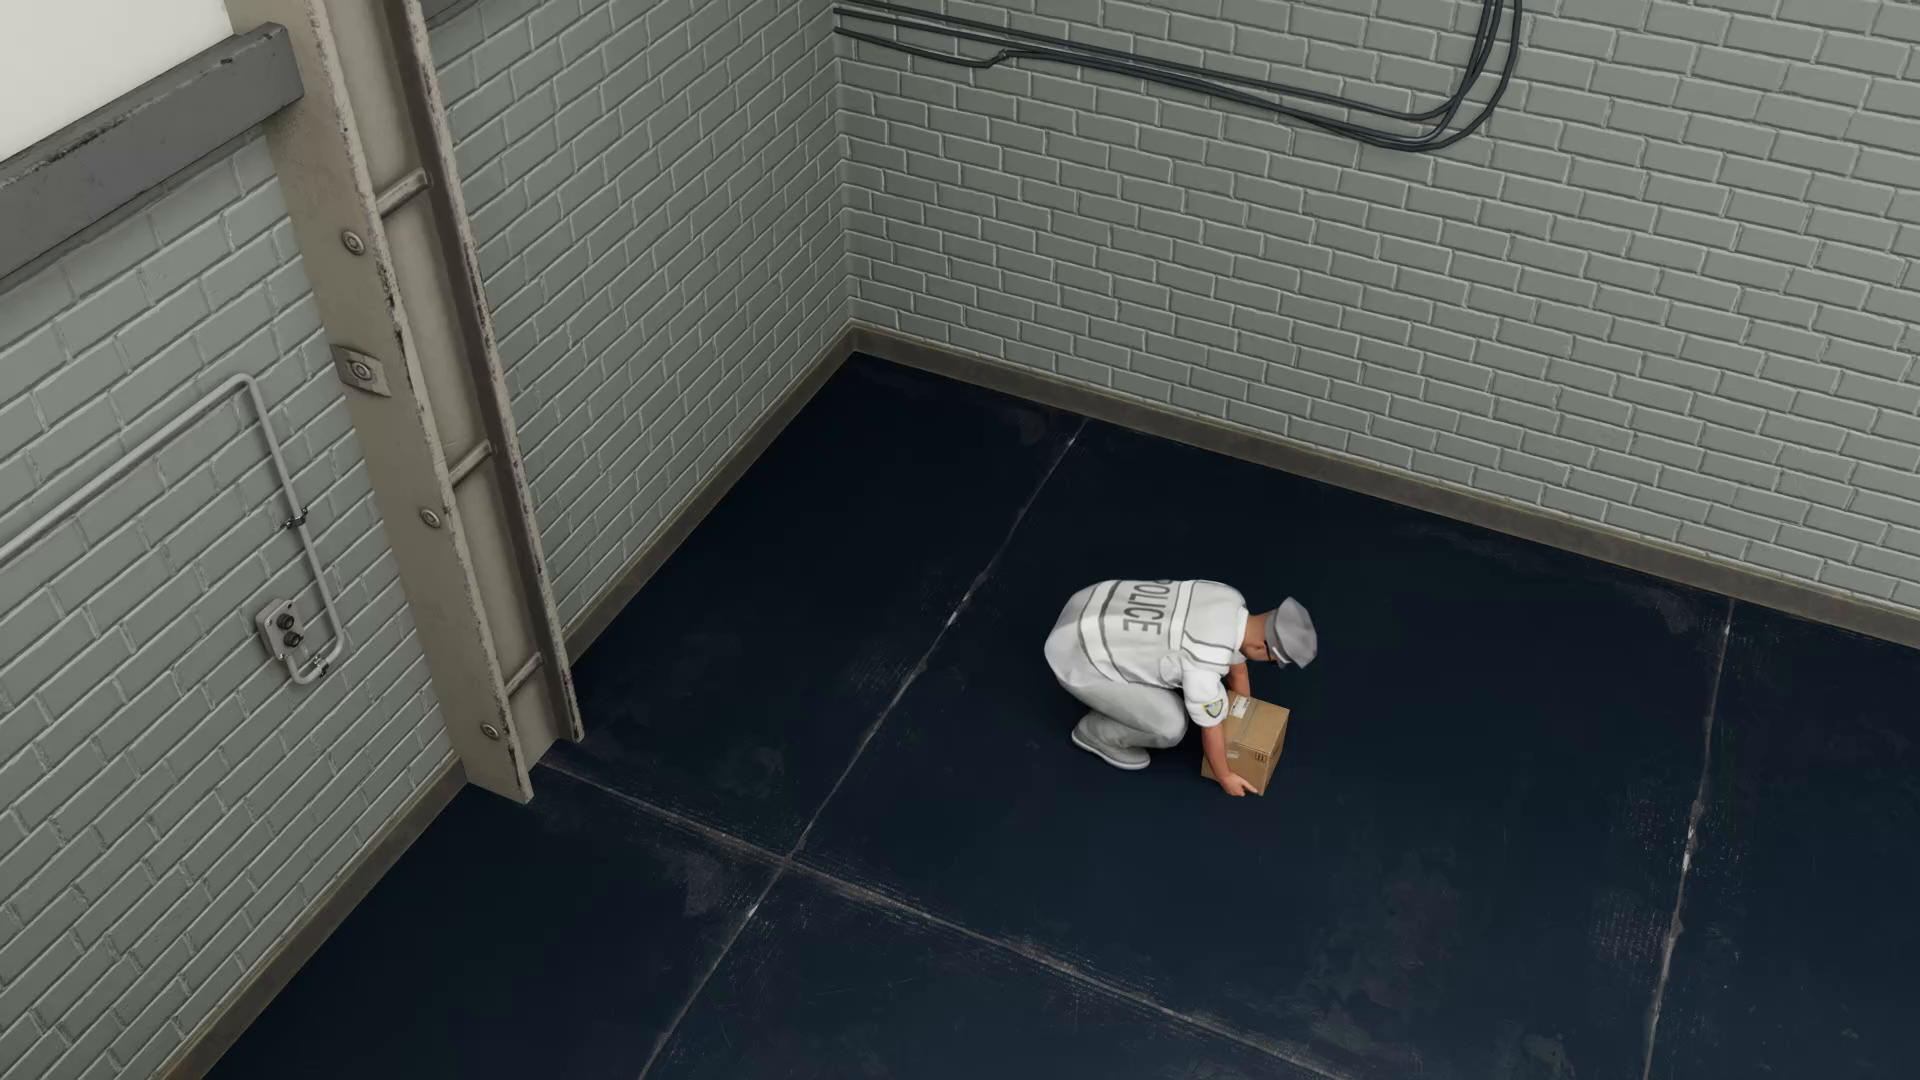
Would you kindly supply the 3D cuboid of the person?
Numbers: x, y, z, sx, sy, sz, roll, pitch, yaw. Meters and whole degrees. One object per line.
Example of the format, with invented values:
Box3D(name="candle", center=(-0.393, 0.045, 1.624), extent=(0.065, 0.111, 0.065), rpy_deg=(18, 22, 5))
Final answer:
Box3D(name="person", center=(0.823, 0.514, 6.339), extent=(0.994, 0.894, 0.541), rpy_deg=(17, 44, 18))
